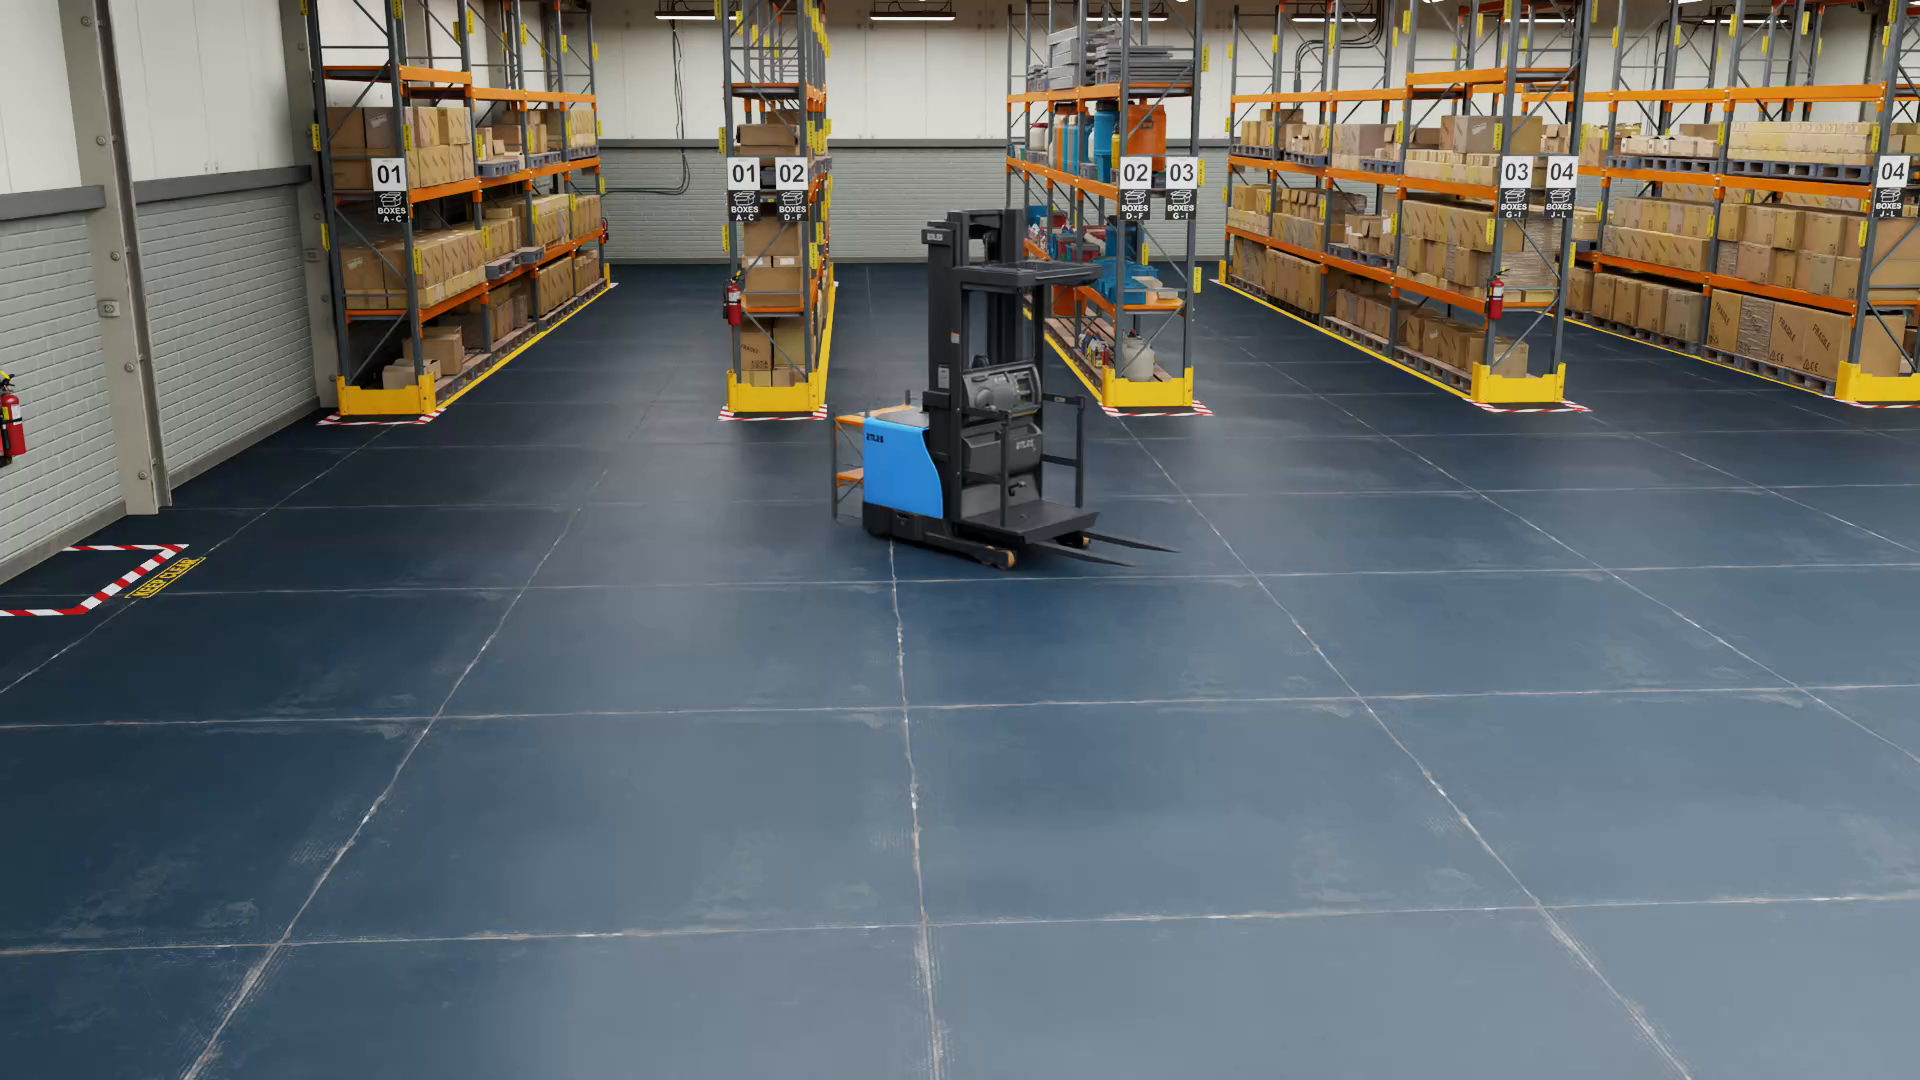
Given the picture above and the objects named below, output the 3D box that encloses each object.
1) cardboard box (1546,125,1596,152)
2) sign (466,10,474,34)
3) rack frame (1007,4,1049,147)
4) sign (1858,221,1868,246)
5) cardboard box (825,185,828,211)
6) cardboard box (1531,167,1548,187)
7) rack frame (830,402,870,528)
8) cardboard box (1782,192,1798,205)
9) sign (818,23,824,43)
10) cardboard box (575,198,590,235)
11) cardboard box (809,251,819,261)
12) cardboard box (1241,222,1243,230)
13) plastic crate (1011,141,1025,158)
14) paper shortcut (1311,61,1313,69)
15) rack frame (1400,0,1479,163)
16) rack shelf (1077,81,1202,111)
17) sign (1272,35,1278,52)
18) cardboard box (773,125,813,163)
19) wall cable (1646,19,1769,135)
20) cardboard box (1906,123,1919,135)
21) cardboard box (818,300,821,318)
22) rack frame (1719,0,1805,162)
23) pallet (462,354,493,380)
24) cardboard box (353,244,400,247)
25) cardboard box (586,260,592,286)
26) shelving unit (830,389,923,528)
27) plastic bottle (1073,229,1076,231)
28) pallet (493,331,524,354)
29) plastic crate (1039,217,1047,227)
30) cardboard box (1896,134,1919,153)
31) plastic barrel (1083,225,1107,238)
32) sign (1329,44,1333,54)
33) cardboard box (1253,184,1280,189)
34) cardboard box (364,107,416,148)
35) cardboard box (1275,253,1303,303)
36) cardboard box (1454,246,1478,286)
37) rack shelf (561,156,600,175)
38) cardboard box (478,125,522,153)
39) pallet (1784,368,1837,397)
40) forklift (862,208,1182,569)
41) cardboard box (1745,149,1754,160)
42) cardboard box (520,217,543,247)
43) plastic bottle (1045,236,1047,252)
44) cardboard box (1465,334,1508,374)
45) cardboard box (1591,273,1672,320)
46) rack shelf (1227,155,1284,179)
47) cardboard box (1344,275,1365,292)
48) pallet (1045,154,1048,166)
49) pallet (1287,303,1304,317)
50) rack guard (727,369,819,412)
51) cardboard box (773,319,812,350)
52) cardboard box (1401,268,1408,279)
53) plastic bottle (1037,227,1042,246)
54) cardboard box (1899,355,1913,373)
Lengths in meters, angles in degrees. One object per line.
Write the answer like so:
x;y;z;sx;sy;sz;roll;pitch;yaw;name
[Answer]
11.645;-7.665;31.728;0.797;0.503;0.637;-1;14;-4;cardboard box
-7.069;-7.475;23.984;0.100;0.325;0.005;-1;14;-3;sign
1.533;-10.117;36.289;1.000;3.000;0.127;-1;14;-3;rack frame
11.882;-4.031;21.876;0.100;0.325;0.005;-1;14;-3;sign
-2.944;-6.924;33.711;0.500;0.500;0.500;-1;14;-5;cardboard box
7.696;-4.813;21.995;0.500;0.250;0.500;0;14;-2;cardboard box
-1.018;-0.697;15.478;0.500;1.125;0.032;13;19;40;rack frame
16.443;-6.615;32.508;0.500;0.500;0.500;-1;14;-5;cardboard box
-2.362;-8.591;28.164;0.100;0.325;0.005;-1;14;-3;sign
-8.219;-6.707;34.473;0.980;0.700;0.700;-2;15;-6;cardboard box
-2.584;-4.806;28.189;0.380;0.149;0.250;-1;14;-3;cardboard box
6.251;-6.754;35.760;0.380;0.149;0.250;-1;14;-4;cardboard box
1.353;-8.250;35.178;0.504;0.338;0.767;-1;14;-3;plastic crate
6.366;-8.592;30.081;0.009;0.170;0.078;9;-17;-6;paper shortcut
7.220;-7.210;24.987;1.000;3.000;0.127;-1;14;-3;rack frame
2.400;-6.094;22.897;1.077;0.370;4.000;-1;14;-3;rack shelf
6.169;-9.726;32.575;0.100;0.325;0.005;-1;14;-3;sign
-2.250;-5.347;22.444;0.500;0.500;0.500;-1;14;-3;cardboard box
19.267;-11.820;42.831;2.988;3.039;0.133;-1;14;-3;wall cable
12.721;-5.418;21.904;0.380;0.149;0.250;-1;14;-3;cardboard box
-2.541;-3.784;27.265;0.500;0.311;0.500;0;14;-2;cardboard box
12.176;-7.261;25.187;1.000;3.000;0.127;-1;14;-3;rack frame
-7.535;-2.558;24.544;1.003;0.211;1.213;-1;14;-3;pallet
-7.627;-3.619;21.830;0.500;0.500;0.500;-1;14;-3;cardboard box
-8.149;-5.630;35.061;0.700;0.500;0.500;-1;14;-5;cardboard box
-0.679;-0.791;15.845;0.538;1.125;1.048;13;19;40;shelving unit
2.190;-5.814;31.854;0.152;0.276;0.135;-1;14;-3;plastic bottle
-7.740;-3.222;27.125;1.003;0.211;1.213;-1;14;-3;pallet
1.870;-6.572;34.665;0.437;0.282;0.530;-1;14;-3;plastic crate
12.651;-5.261;22.093;0.500;0.250;0.500;-1;14;-4;cardboard box
2.360;-5.178;28.857;0.600;0.536;0.708;-1;14;-3;plastic barrel
7.265;-9.701;32.638;0.100;0.325;0.005;-1;14;-3;sign
6.769;-7.606;36.767;0.500;0.500;0.500;-1;14;-3;cardboard box
-7.145;-5.175;20.851;0.500;0.500;0.500;-2;15;-7;cardboard box
6.840;-5.087;32.199;1.225;0.875;0.875;-1;14;-5;cardboard box
7.310;-3.762;22.828;0.875;0.500;0.500;-1;14;-3;cardboard box
-8.231;-7.666;34.225;1.077;0.370;4.000;-1;14;-3;rack shelf
-7.946;-6.901;28.725;0.700;0.500;0.500;-2;15;-8;cardboard box
12.297;-2.208;23.184;1.003;0.211;1.213;-1;14;-3;pallet
0.521;-1.316;14.259;3.031;2.935;1.130;13;20;42;forklift
11.892;-5.716;24.664;0.380;0.149;0.250;-1;14;-4;cardboard box
-7.634;-5.396;29.143;0.500;0.500;0.500;0;14;-2;cardboard box
1.563;-5.317;29.907;0.061;0.283;0.133;-1;14;-3;plastic bottle
7.374;-2.606;23.308;0.500;0.500;0.500;3;15;11;cardboard box
11.877;-4.311;29.435;1.050;0.750;0.750;-1;14;-4;cardboard box
6.600;-7.895;35.117;1.077;0.370;4.000;-1;14;-3;rack shelf
7.043;-4.498;29.119;0.500;0.250;0.500;0;14;-1;cardboard box
2.079;-6.775;29.699;1.003;0.211;1.213;-1;14;-3;pallet
6.926;-4.448;31.892;1.003;0.211;1.213;-1;14;-3;pallet
-2.418;-1.941;21.566;1.175;0.500;0.348;-1;14;-3;rack guard
-2.308;-2.778;22.972;0.500;0.500;0.500;-1;14;-3;cardboard box
6.935;-4.062;25.298;0.380;0.149;0.250;-1;14;-3;cardboard box
1.519;-5.696;31.244;0.144;0.351;0.185;-1;14;-3;plastic bottle
14.121;-2.632;24.725;0.396;0.266;0.258;2;15;6;cardboard box
